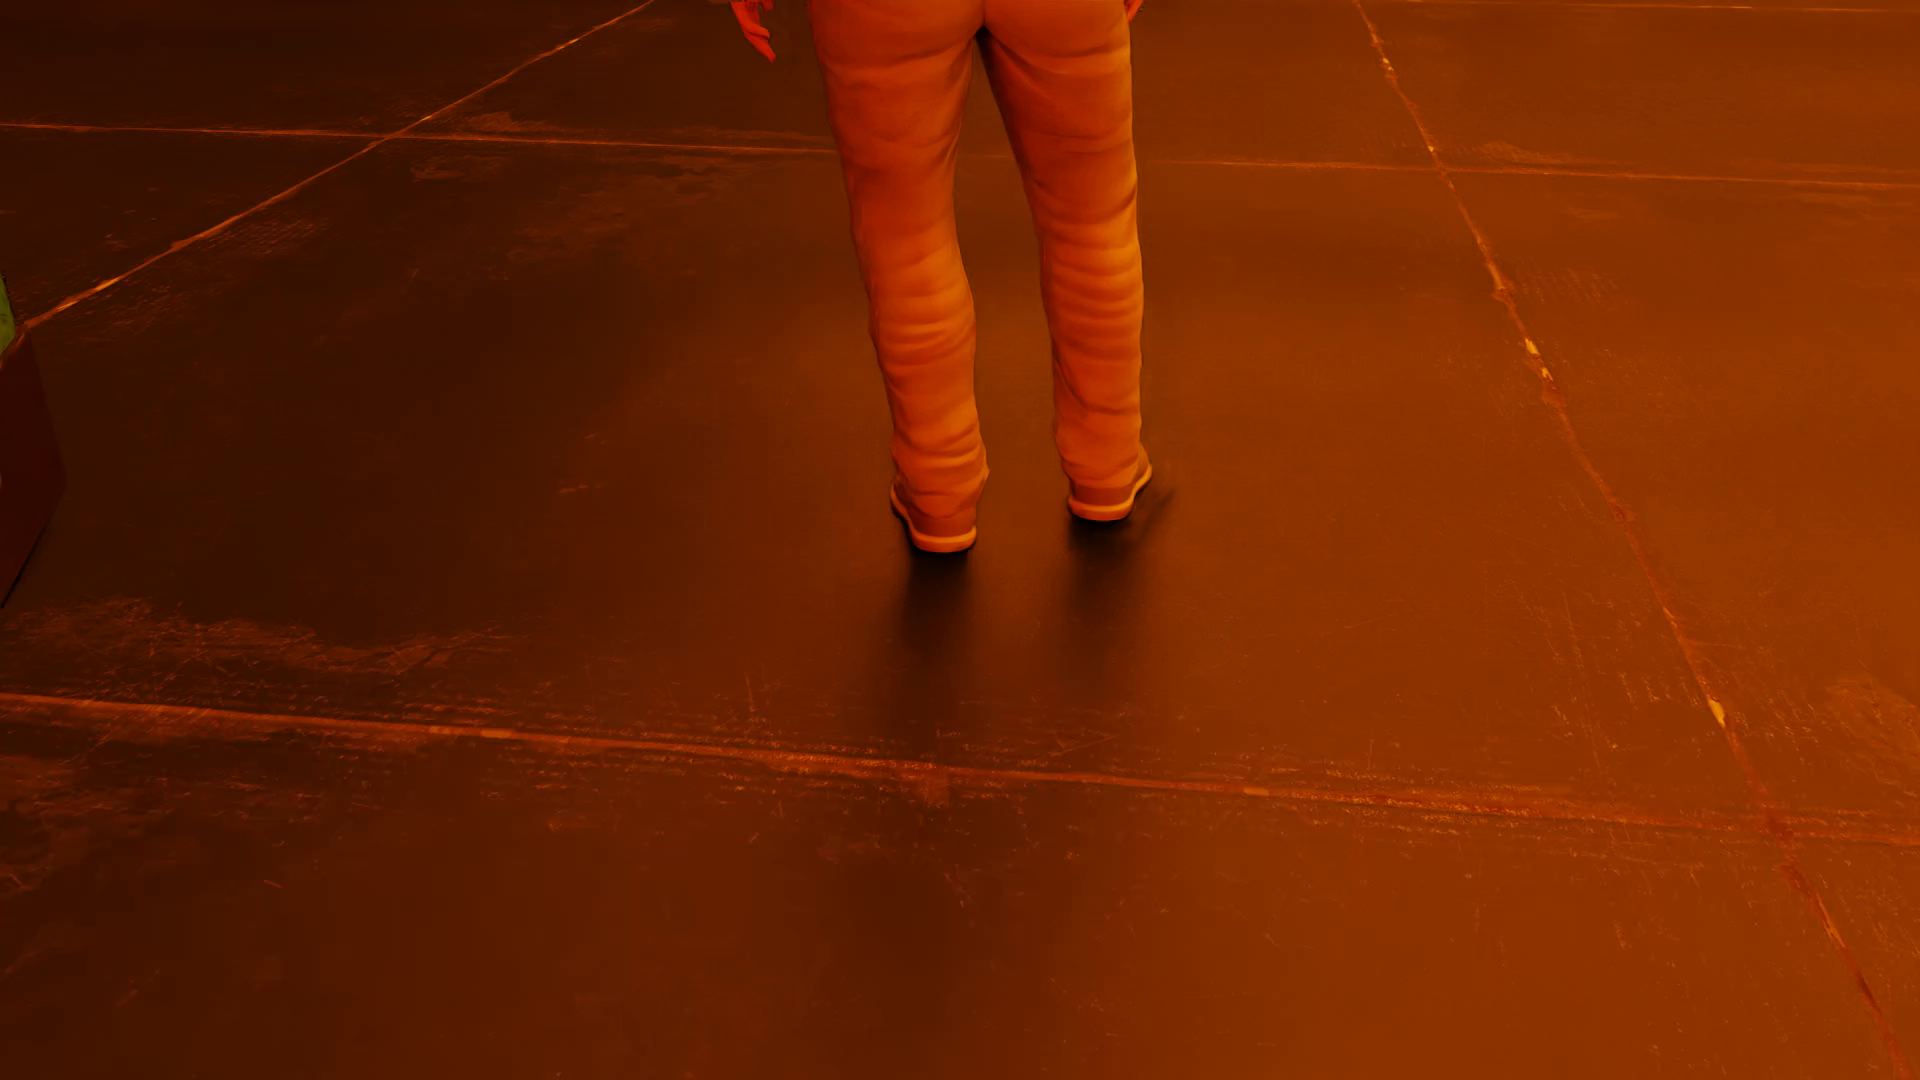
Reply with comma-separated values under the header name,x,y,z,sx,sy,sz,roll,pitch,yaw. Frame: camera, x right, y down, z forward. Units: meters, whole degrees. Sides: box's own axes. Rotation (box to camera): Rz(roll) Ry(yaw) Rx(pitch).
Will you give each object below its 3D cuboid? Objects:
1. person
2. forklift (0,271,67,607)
name,x,y,z,sx,sy,sz,roll,pitch,yaw
person,0.023,-0.768,2.176,0.670,1.673,0.420,-7,27,-14
forklift,-2.708,-0.979,1.179,3.031,2.935,1.130,-6,27,-13
